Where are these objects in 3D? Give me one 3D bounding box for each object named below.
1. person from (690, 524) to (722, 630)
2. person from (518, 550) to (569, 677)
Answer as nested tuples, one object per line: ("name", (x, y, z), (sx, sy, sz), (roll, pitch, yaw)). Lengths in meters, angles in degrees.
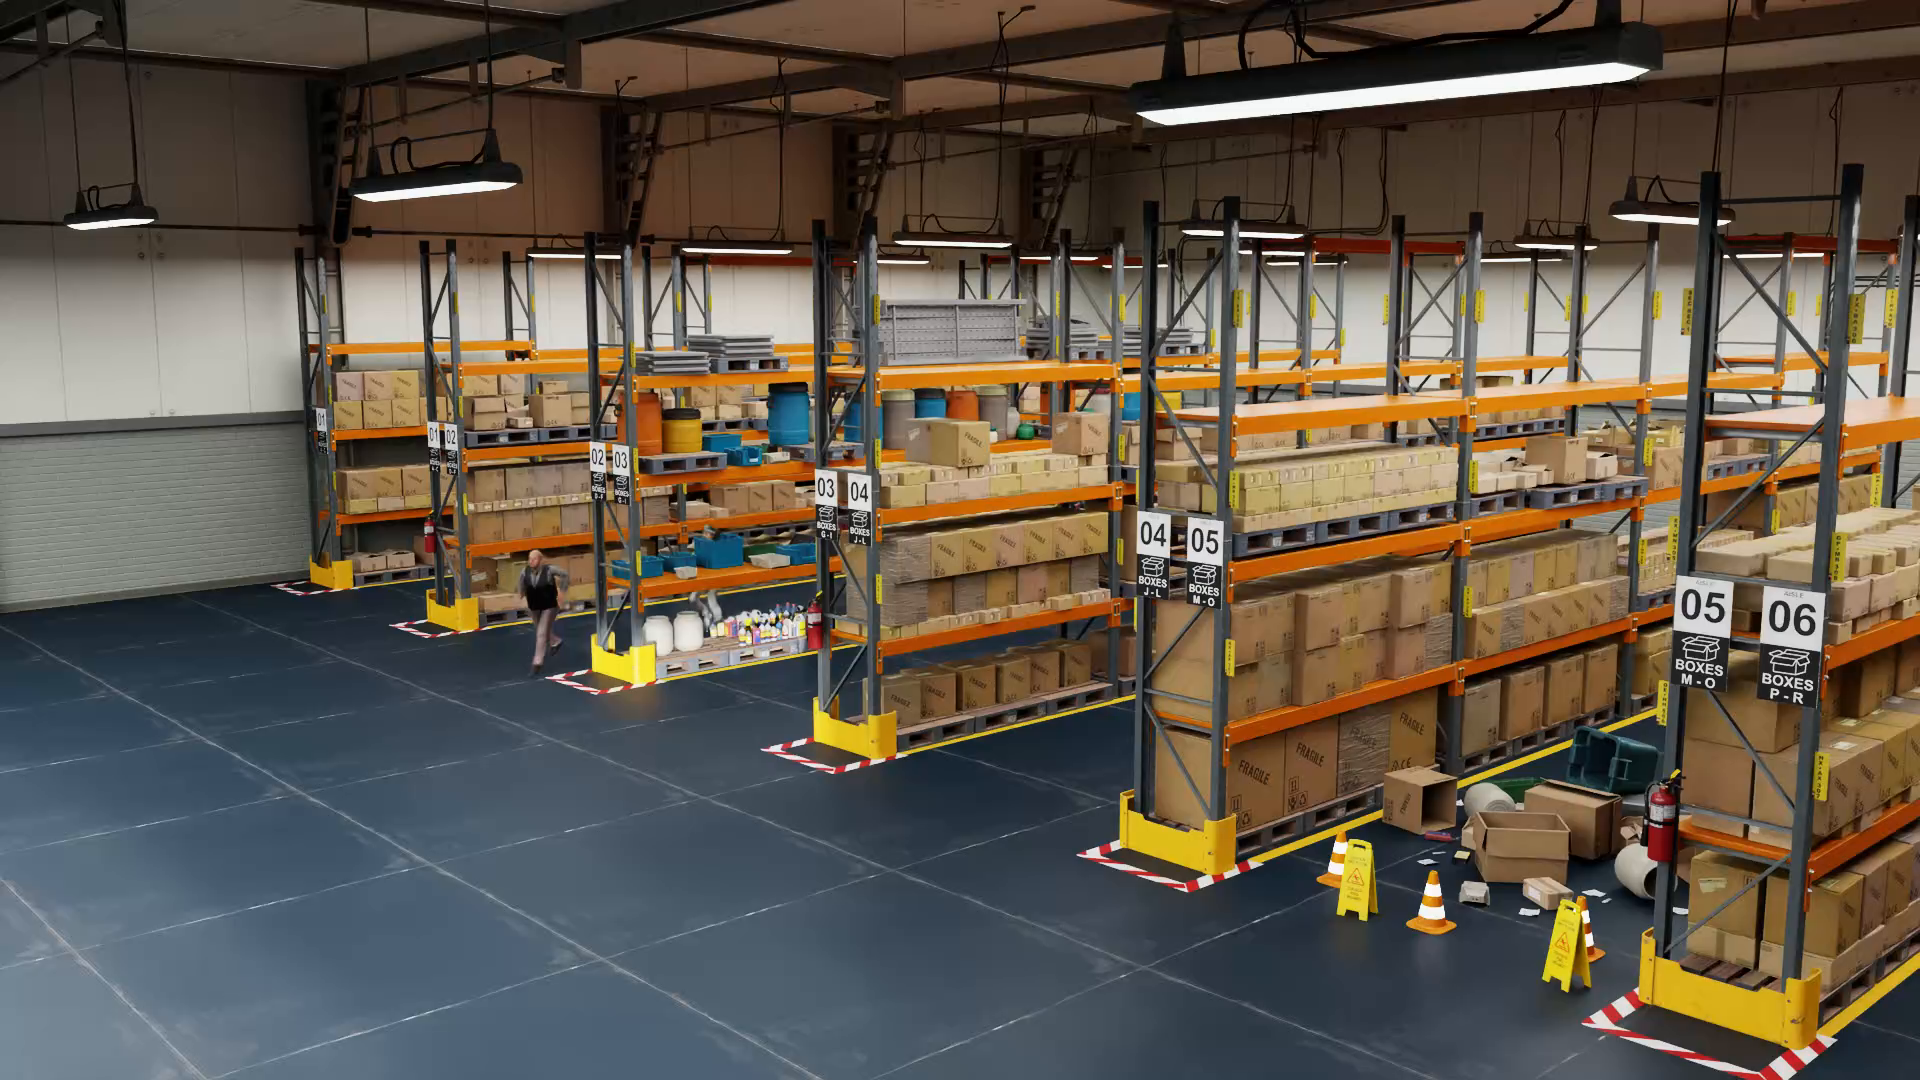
("person", (-3.889, 0.580, 25.440), (0.591, 1.660, 0.624), (5, 10, 33))
("person", (-5.767, 0.961, 23.099), (0.695, 1.710, 1.037), (2, 9, 12))
